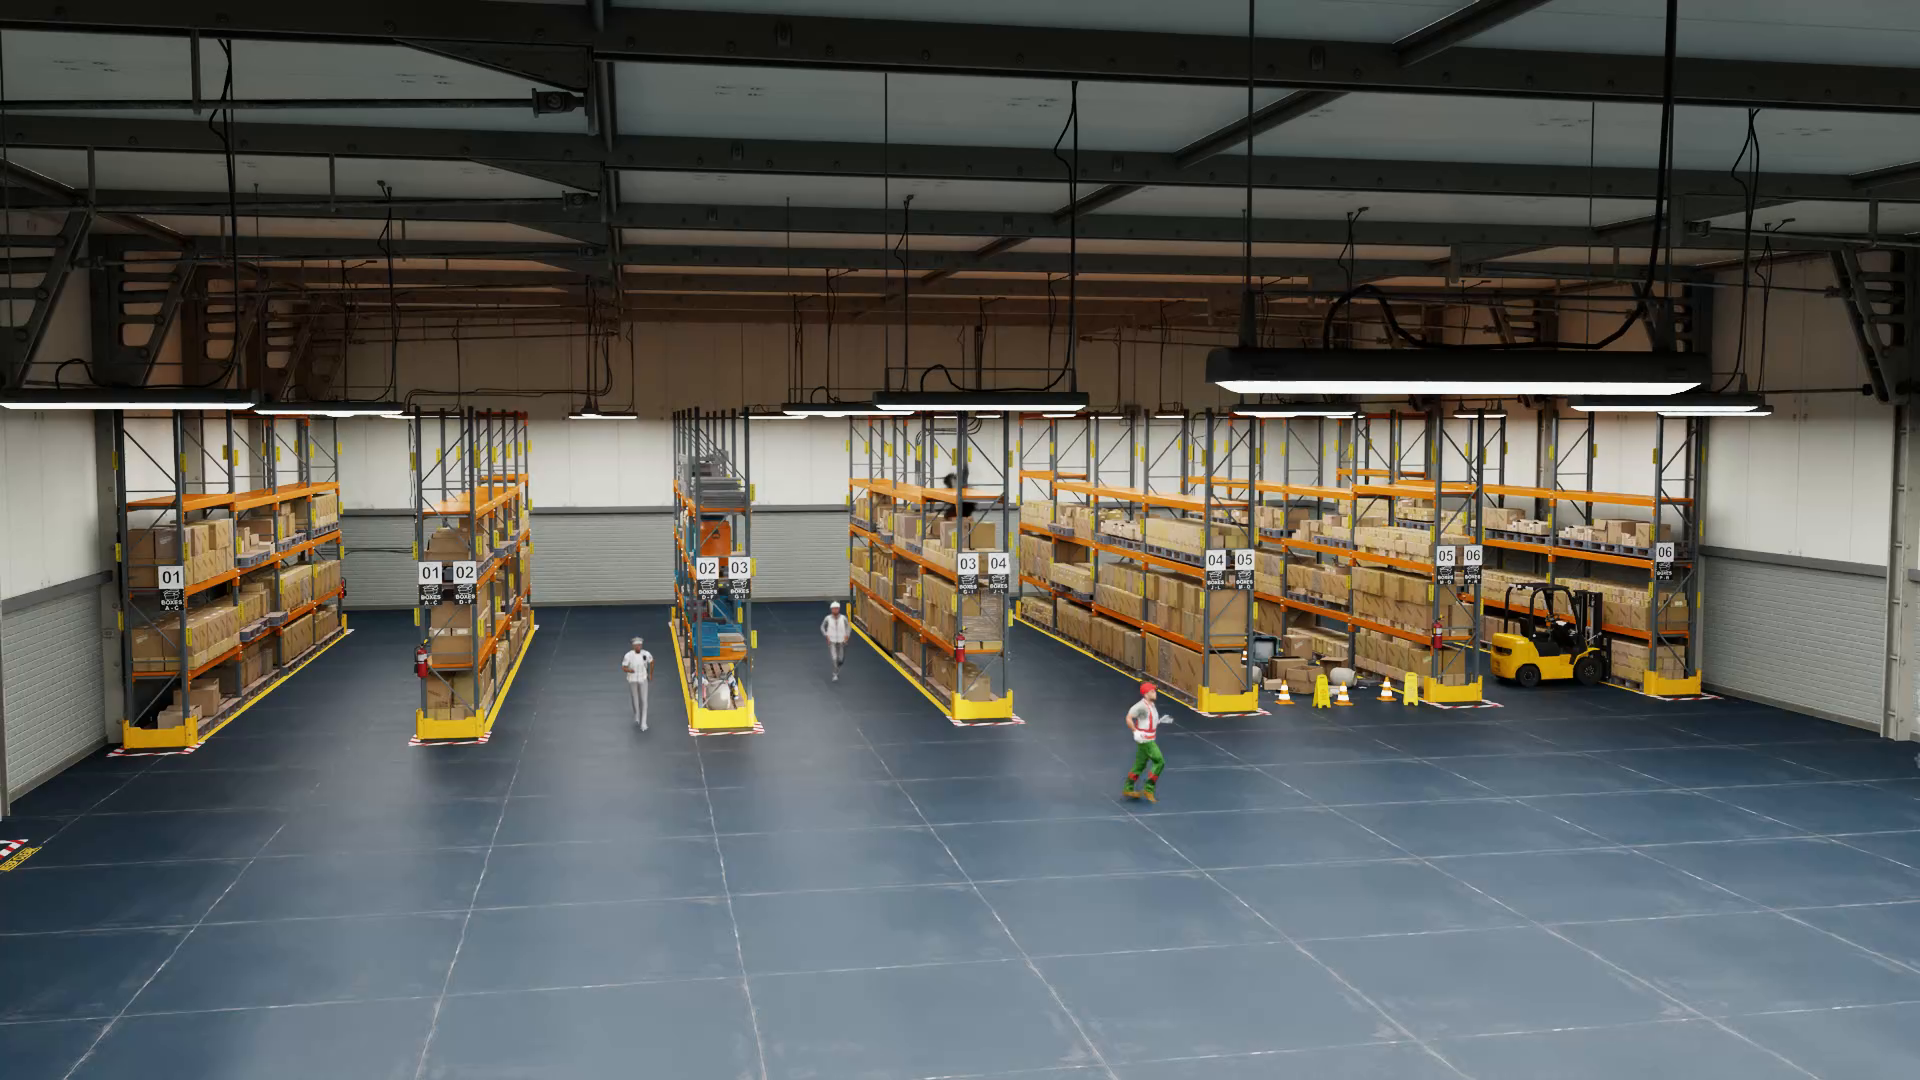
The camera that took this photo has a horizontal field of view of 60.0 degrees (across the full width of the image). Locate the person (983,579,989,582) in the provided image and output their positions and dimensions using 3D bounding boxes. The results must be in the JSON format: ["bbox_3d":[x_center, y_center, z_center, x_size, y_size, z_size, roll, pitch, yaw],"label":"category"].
[{"bbox_3d":[0.815,1.362,49.448,0.557,1.718,0.672,-2,5,-26],"label":"person"}]

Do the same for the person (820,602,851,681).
[{"bbox_3d":[-2.768,2.235,36.968,0.687,1.733,0.641,-1,4,-15],"label":"person"}]

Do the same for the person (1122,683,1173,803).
[{"bbox_3d":[2.829,3.061,25.113,0.746,1.833,0.616,1,4,13],"label":"person"}]

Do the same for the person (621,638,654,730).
[{"bbox_3d":[-6.050,2.669,31.249,0.609,1.712,0.903,-1,4,-10],"label":"person"}]
